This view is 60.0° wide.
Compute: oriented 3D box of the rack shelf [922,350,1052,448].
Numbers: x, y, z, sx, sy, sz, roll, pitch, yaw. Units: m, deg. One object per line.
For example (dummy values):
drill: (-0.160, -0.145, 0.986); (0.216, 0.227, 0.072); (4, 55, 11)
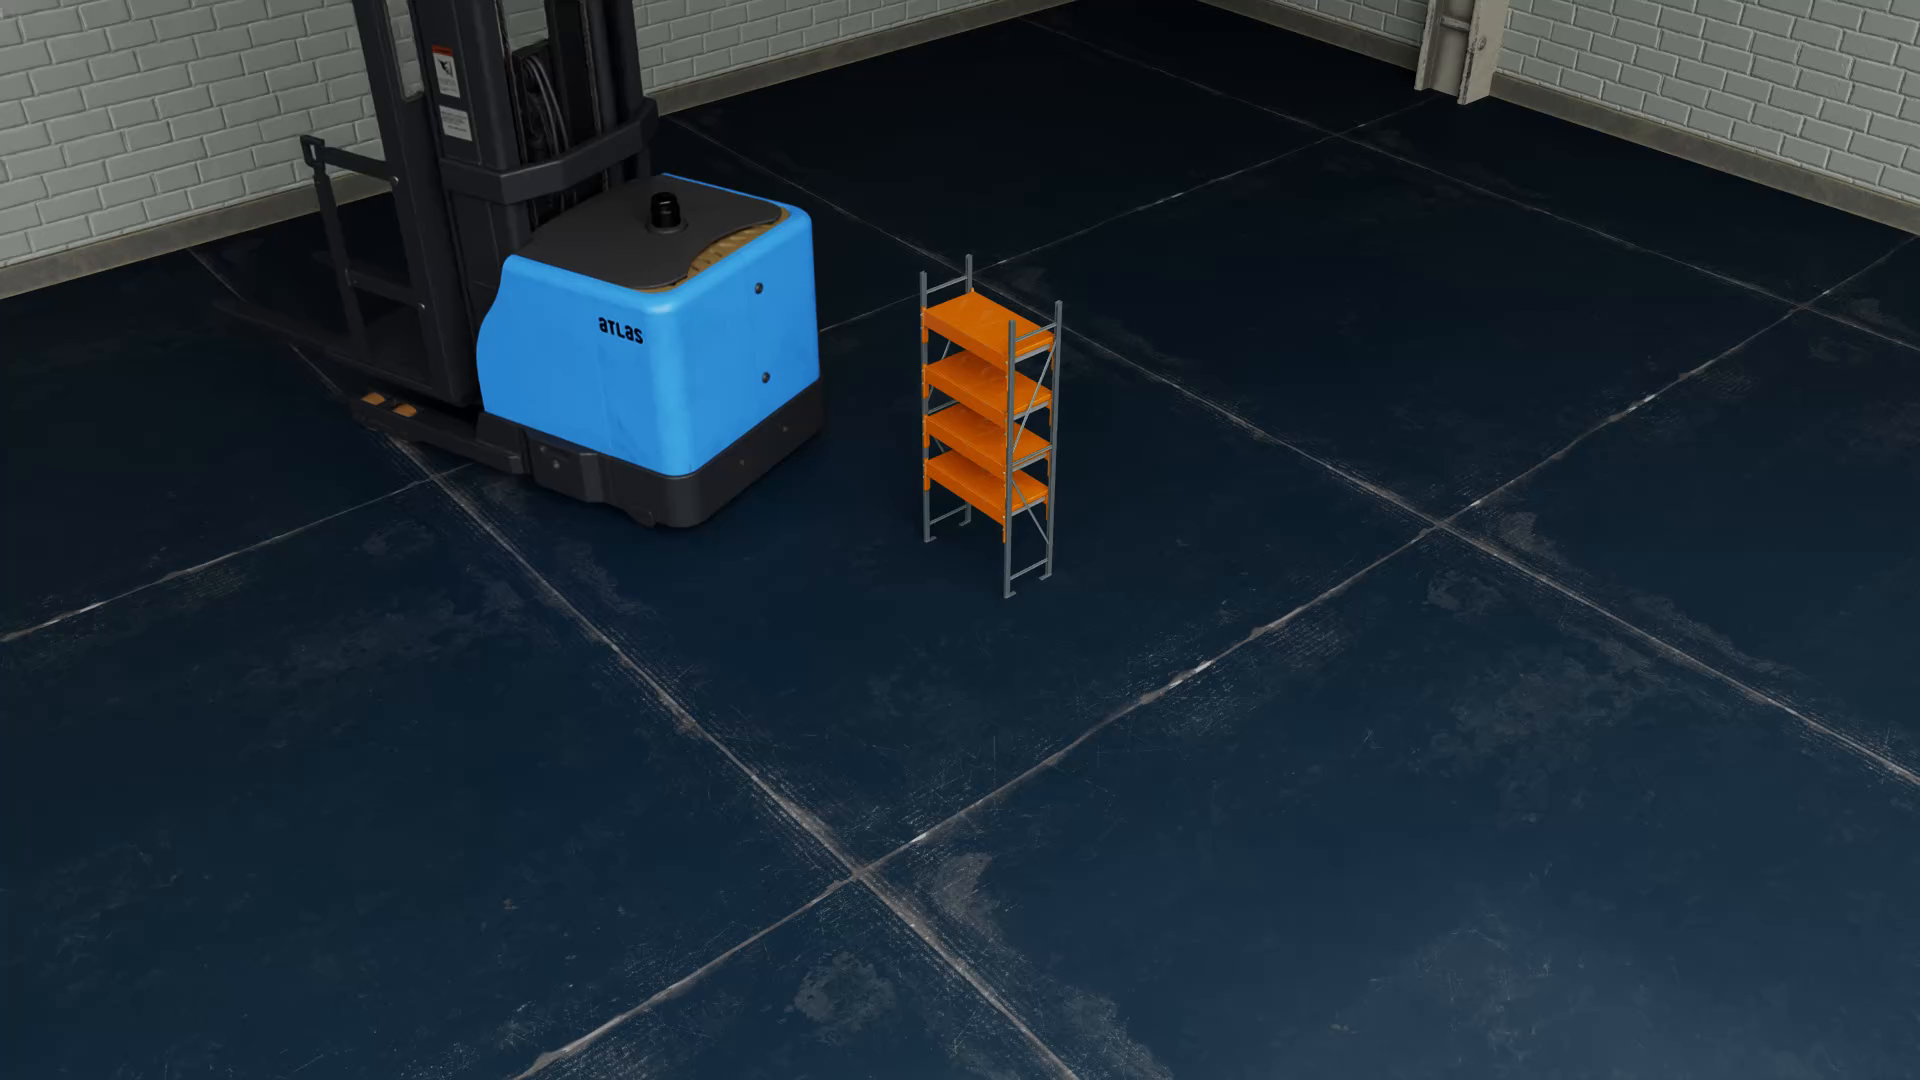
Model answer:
rack shelf: (0.107, -0.544, 6.210); (0.258, 0.148, 0.480); (-26, 43, -32)

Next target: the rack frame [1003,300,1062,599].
rack frame: (0.264, -0.309, 6.148); (0.240, 1.200, 0.015); (-26, 43, -32)

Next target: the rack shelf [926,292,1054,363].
rack shelf: (0.107, -0.769, 6.050); (0.221, 0.050, 0.457); (-26, 43, -32)

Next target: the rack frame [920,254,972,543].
rack frame: (-0.051, -0.524, 6.452); (0.240, 1.200, 0.015); (-26, 43, -32)

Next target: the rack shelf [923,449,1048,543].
rack shelf: (0.107, -0.200, 6.454); (0.258, 0.148, 0.480); (-26, 43, -32)

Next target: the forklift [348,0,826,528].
forklift: (-1.653, -1.683, 6.645); (1.939, 2.867, 1.129); (19, 39, 25)
